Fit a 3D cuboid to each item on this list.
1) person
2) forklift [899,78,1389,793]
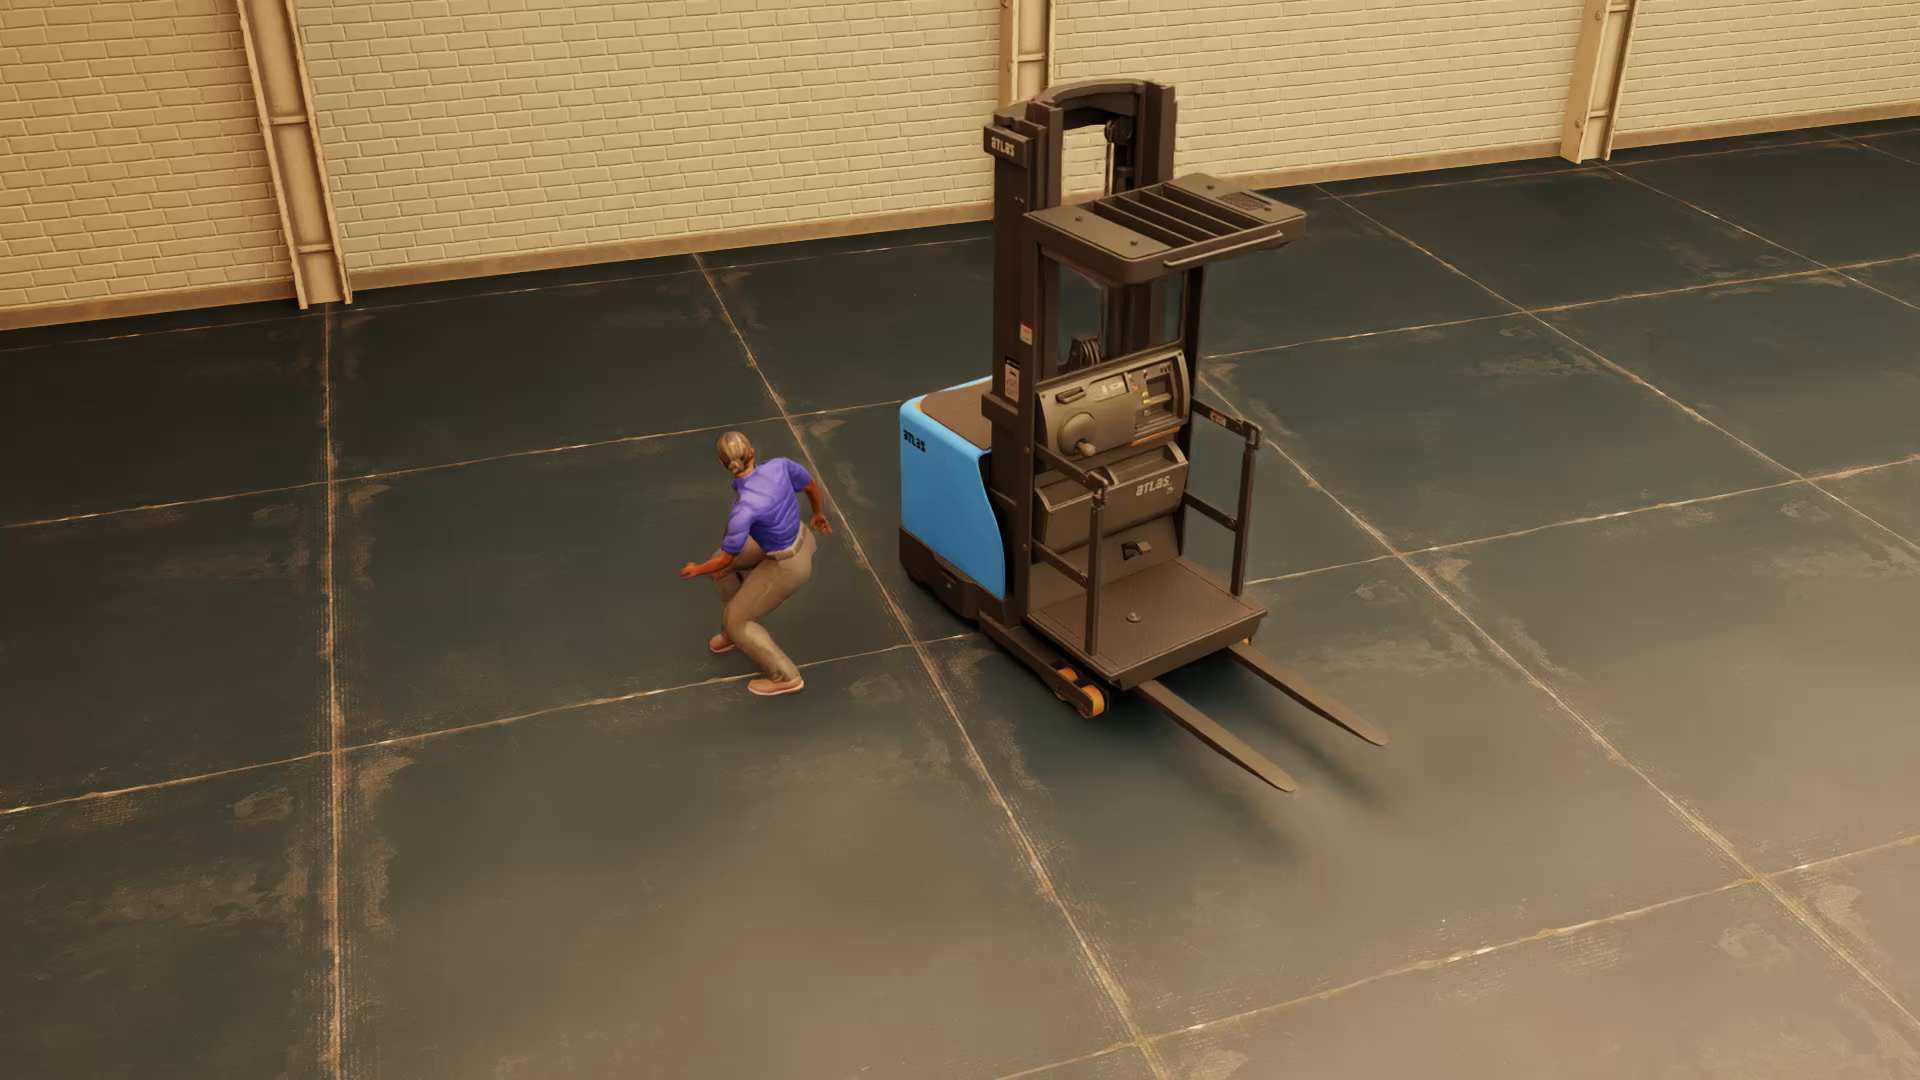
[{"bbox_3d":[-1.060,0.050,8.522,0.699,1.453,0.687,5,30,8],"label":"person"},{"bbox_3d":[0.905,-0.640,8.199,1.130,2.935,3.031,-19,35,-30],"label":"forklift"}]
